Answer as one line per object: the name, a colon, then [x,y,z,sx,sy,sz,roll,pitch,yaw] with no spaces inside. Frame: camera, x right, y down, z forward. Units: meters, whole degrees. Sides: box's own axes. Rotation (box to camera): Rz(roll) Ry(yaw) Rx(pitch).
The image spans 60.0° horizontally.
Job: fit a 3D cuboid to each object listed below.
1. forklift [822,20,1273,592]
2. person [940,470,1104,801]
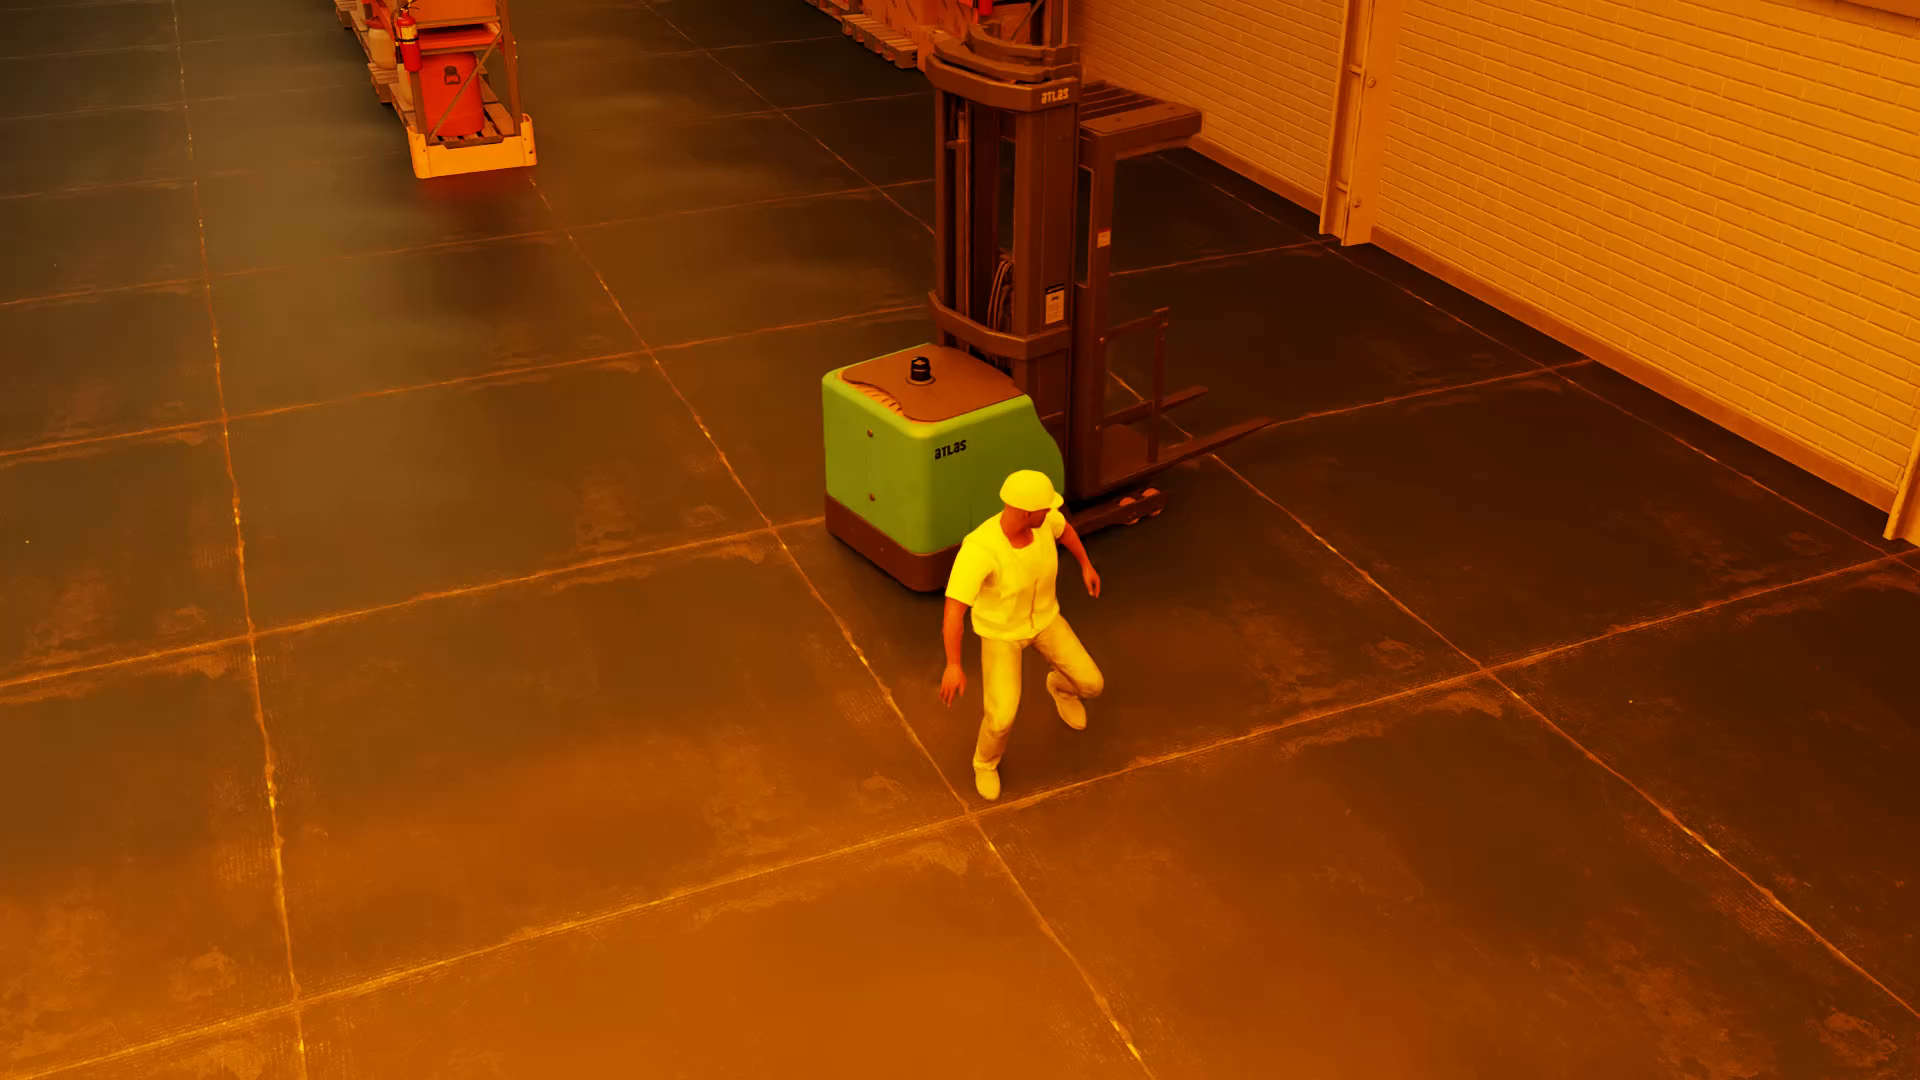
forklift: [0.669,-1.554,9.838,3.031,2.935,1.130,-20,36,-31]
person: [0.287,0.399,7.762,1.039,1.646,0.524,-16,34,-26]
